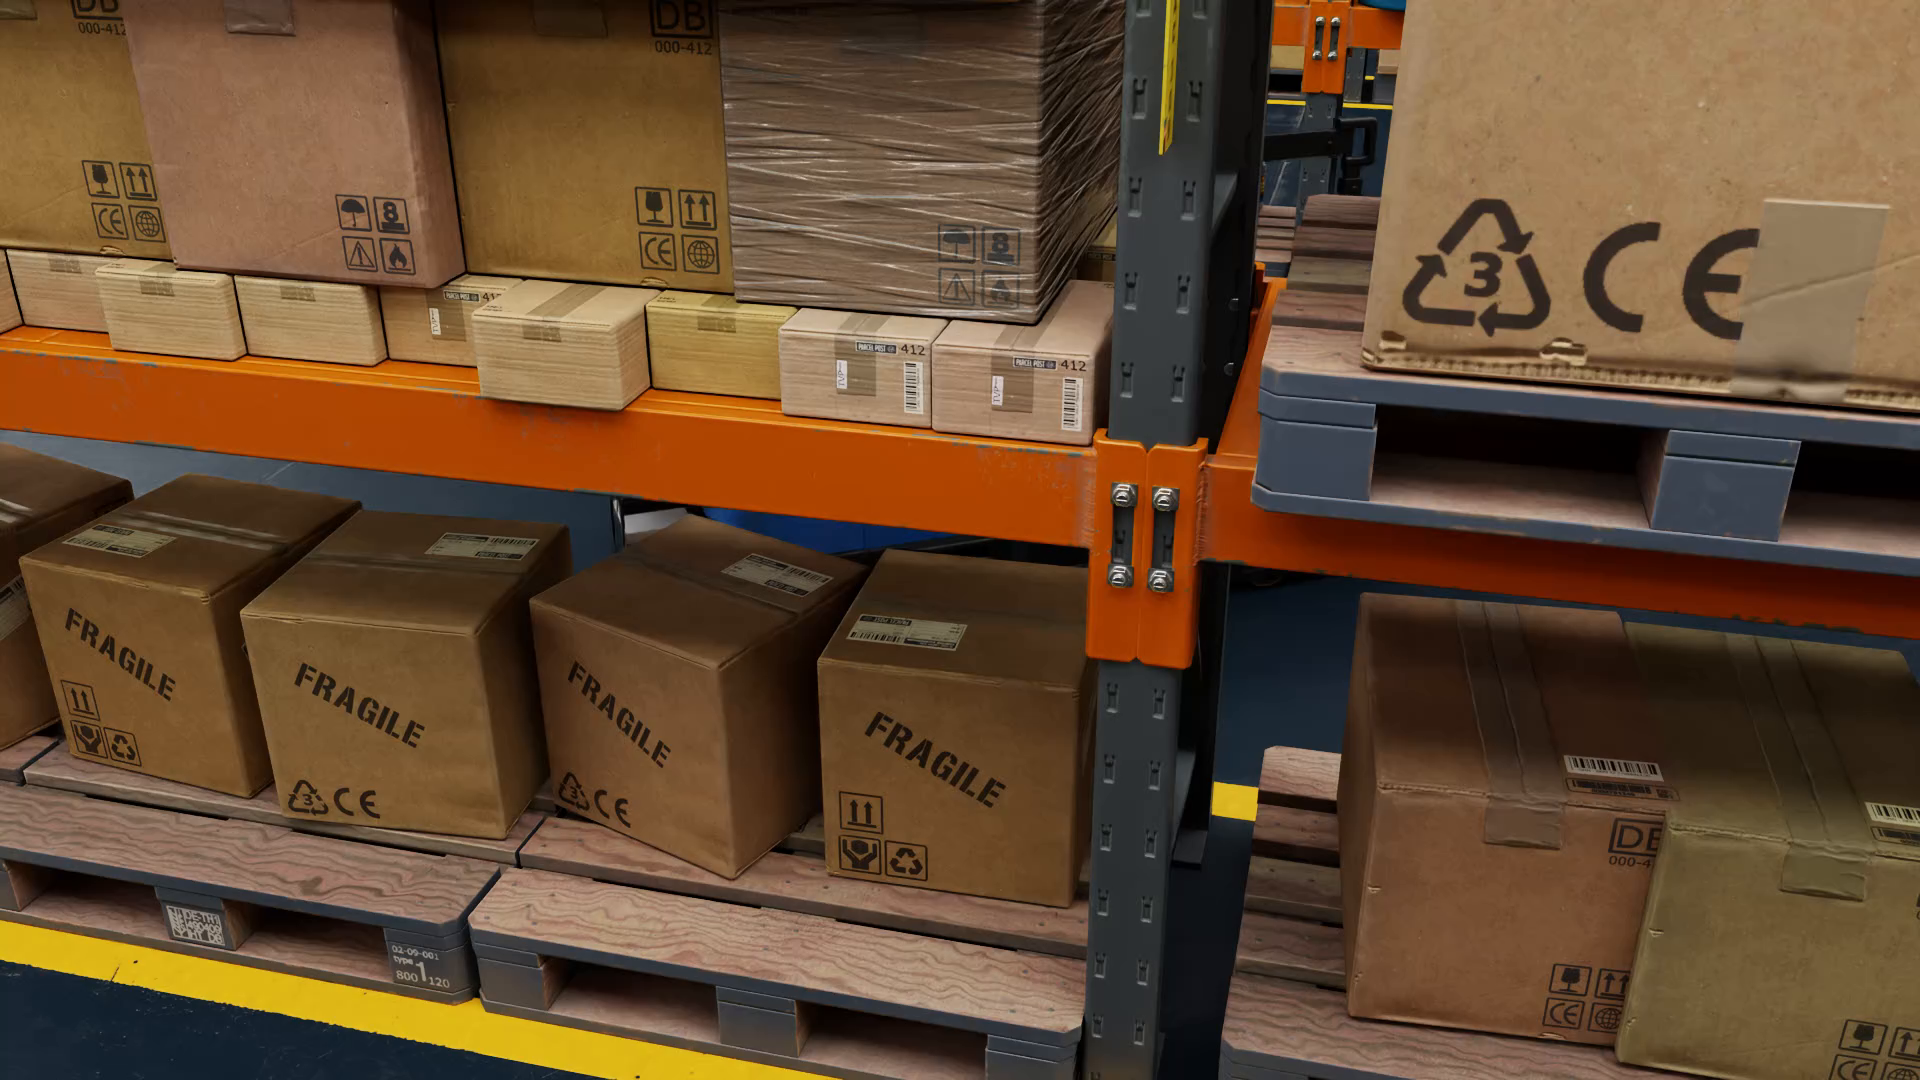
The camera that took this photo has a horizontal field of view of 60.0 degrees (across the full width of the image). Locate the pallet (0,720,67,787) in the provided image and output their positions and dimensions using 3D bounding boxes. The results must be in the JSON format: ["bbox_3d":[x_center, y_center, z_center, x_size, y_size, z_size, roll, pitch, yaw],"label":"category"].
[{"bbox_3d":[-2.617,0.430,4.101,1.213,0.211,1.003,6,26,13],"label":"pallet"}]

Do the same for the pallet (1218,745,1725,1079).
[{"bbox_3d":[1.160,0.831,3.258,1.213,0.211,1.003,6,26,13],"label":"pallet"}]

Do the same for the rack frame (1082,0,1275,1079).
[{"bbox_3d":[0.405,-0.510,2.832,0.127,3.000,1.000,6,26,13],"label":"rack frame"}]

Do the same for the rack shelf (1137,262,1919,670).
[{"bbox_3d":[2.342,0.029,2.537,4.000,0.370,1.077,6,26,13],"label":"rack shelf"}]

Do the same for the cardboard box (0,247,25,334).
[{"bbox_3d":[-1.824,-0.494,3.091,0.250,0.149,0.380,6,26,13],"label":"cardboard box"}]

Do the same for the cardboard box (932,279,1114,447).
[{"bbox_3d":[0.124,-0.297,2.678,0.250,0.149,0.380,6,26,13],"label":"cardboard box"}]

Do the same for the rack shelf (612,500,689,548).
[{"bbox_3d":[-0.886,-0.049,4.803,0.200,0.077,0.258,-9,27,-18],"label":"rack shelf"}]

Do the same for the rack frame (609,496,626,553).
[{"bbox_3d":[-0.982,-0.227,4.680,0.006,0.900,0.240,-9,27,-18],"label":"rack frame"}]

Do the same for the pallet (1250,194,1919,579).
[{"bbox_3d":[1.109,-0.281,2.574,1.213,0.211,1.003,6,26,13],"label":"pallet"}]

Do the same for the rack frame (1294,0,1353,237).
[{"bbox_3d":[1.639,-2.572,7.163,0.127,3.000,1.000,6,26,13],"label":"rack frame"}]

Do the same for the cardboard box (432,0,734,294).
[{"bbox_3d":[-0.491,-0.832,3.045,0.500,0.500,0.875,6,26,13],"label":"cardboard box"}]

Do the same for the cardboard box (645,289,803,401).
[{"bbox_3d":[-0.343,-0.380,2.851,0.250,0.149,0.380,6,26,13],"label":"cardboard box"}]

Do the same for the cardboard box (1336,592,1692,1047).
[{"bbox_3d":[0.994,0.494,3.118,0.500,0.500,0.700,4,26,9],"label":"cardboard box"}]

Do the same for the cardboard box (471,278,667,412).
[{"bbox_3d":[-0.613,-0.360,2.810,0.250,0.149,0.380,6,26,13],"label":"cardboard box"}]

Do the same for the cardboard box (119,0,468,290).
[{"bbox_3d":[-1.000,-0.843,3.070,0.500,0.500,0.875,6,26,13],"label":"cardboard box"}]

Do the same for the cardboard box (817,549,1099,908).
[{"bbox_3d":[0.028,0.369,3.404,0.500,0.500,0.500,6,26,11],"label":"cardboard box"}]

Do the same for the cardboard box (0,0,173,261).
[{"bbox_3d":[-1.474,-0.914,3.218,0.500,0.500,0.875,6,26,13],"label":"cardboard box"}]

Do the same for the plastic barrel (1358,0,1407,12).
[{"bbox_3d":[1.937,-2.631,6.704,0.708,0.901,0.600,6,26,13],"label":"plastic barrel"}]

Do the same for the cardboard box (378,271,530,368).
[{"bbox_3d":[-0.822,-0.442,2.981,0.250,0.149,0.380,6,26,13],"label":"cardboard box"}]

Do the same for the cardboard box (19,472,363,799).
[{"bbox_3d":[-1.679,0.199,3.762,0.500,0.500,0.500,9,27,18],"label":"cardboard box"}]

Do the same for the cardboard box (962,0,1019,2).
[{"bbox_3d":[-0.099,-1.075,2.392,0.500,0.500,0.500,6,26,13],"label":"cardboard box"}]

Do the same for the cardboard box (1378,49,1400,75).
[{"bbox_3d":[3.205,-3.436,11.687,0.500,0.250,0.500,6,26,12],"label":"cardboard box"}]

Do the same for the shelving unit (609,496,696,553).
[{"bbox_3d":[-0.886,-0.242,4.711,0.210,0.900,0.258,-9,27,-18],"label":"shelving unit"}]

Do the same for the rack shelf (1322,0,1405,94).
[{"bbox_3d":[3.576,-2.033,6.868,4.000,0.370,1.077,6,26,13],"label":"rack shelf"}]

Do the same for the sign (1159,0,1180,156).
[{"bbox_3d":[0.277,-0.674,2.170,0.005,0.325,0.100,6,26,13],"label":"sign"}]

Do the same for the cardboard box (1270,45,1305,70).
[{"bbox_3d":[2.372,-3.541,11.908,0.500,0.250,0.500,6,26,13],"label":"cardboard box"}]

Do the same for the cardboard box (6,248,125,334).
[{"bbox_3d":[-1.548,-0.523,3.151,0.250,0.149,0.380,6,26,13],"label":"cardboard box"}]

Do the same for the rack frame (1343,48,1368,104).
[{"bbox_3d":[2.876,-4.634,11.494,0.127,3.000,1.000,6,26,13],"label":"rack frame"}]

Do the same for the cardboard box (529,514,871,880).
[{"bbox_3d":[-0.529,0.311,3.526,0.500,0.500,0.500,15,30,29],"label":"cardboard box"}]

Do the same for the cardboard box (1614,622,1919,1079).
[{"bbox_3d":[1.452,0.553,2.994,0.500,0.500,0.700,6,26,13],"label":"cardboard box"}]

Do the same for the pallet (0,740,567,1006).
[{"bbox_3d":[-1.439,0.562,3.824,1.213,0.211,1.003,6,26,13],"label":"pallet"}]

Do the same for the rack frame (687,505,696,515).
[{"bbox_3d":[-0.790,-0.257,4.742,0.006,0.900,0.240,-9,27,-18],"label":"rack frame"}]

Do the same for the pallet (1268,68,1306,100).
[{"bbox_3d":[2.116,-3.478,12.309,1.213,0.211,1.003,6,26,13],"label":"pallet"}]

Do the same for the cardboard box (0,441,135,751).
[{"bbox_3d":[-2.281,0.124,3.919,0.500,0.500,0.500,14,29,26],"label":"cardboard box"}]

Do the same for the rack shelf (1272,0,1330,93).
[{"bbox_3d":[-0.298,-2.462,7.768,4.000,0.370,1.077,6,26,13],"label":"rack shelf"}]

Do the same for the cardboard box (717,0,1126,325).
[{"bbox_3d":[-0.015,-0.764,2.902,0.500,0.500,0.875,6,26,13],"label":"cardboard box"}]

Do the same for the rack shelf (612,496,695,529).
[{"bbox_3d":[-0.886,-0.131,4.764,0.200,0.077,0.258,-9,27,-18],"label":"rack shelf"}]

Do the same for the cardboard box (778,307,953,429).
[{"bbox_3d":[-0.116,-0.328,2.742,0.250,0.149,0.380,6,26,13],"label":"cardboard box"}]

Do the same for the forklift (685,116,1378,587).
[{"bbox_3d":[0.650,-1.388,4.757,3.031,2.935,1.130,-9,27,-18],"label":"forklift"}]

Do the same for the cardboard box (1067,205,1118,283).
[{"bbox_3d":[0.272,-0.545,3.198,0.250,0.149,0.380,6,26,13],"label":"cardboard box"}]

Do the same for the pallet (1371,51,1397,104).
[{"bbox_3d":[3.599,-3.312,11.962,1.213,0.211,1.003,6,26,13],"label":"pallet"}]

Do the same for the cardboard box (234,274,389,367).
[{"bbox_3d":[-1.075,-0.452,3.002,0.250,0.149,0.380,6,26,13],"label":"cardboard box"}]

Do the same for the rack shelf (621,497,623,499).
[{"bbox_3d":[-0.886,-0.212,4.726,0.200,0.077,0.258,-9,27,-18],"label":"rack shelf"}]

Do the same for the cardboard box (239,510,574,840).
[{"bbox_3d":[-1.150,0.277,3.597,0.500,0.500,0.500,4,26,8],"label":"cardboard box"}]

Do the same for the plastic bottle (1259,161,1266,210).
[{"bbox_3d":[1.439,-1.756,8.110,0.097,0.271,0.097,0,25,0],"label":"plastic bottle"}]

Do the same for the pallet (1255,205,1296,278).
[{"bbox_3d":[0.999,-1.402,7.950,1.213,0.211,1.003,6,26,13],"label":"pallet"}]

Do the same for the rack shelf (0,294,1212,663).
[{"bbox_3d":[-1.532,-0.400,3.437,4.000,0.370,1.077,6,26,13],"label":"rack shelf"}]

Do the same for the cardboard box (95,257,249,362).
[{"bbox_3d":[-1.325,-0.464,3.028,0.250,0.149,0.380,6,26,13],"label":"cardboard box"}]

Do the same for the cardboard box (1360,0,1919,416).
[{"bbox_3d":[1.140,-0.827,2.312,1.000,1.000,1.000,6,26,13],"label":"cardboard box"}]

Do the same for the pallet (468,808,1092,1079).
[{"bbox_3d":[-0.254,0.692,3.552,1.213,0.211,1.003,6,26,13],"label":"pallet"}]
